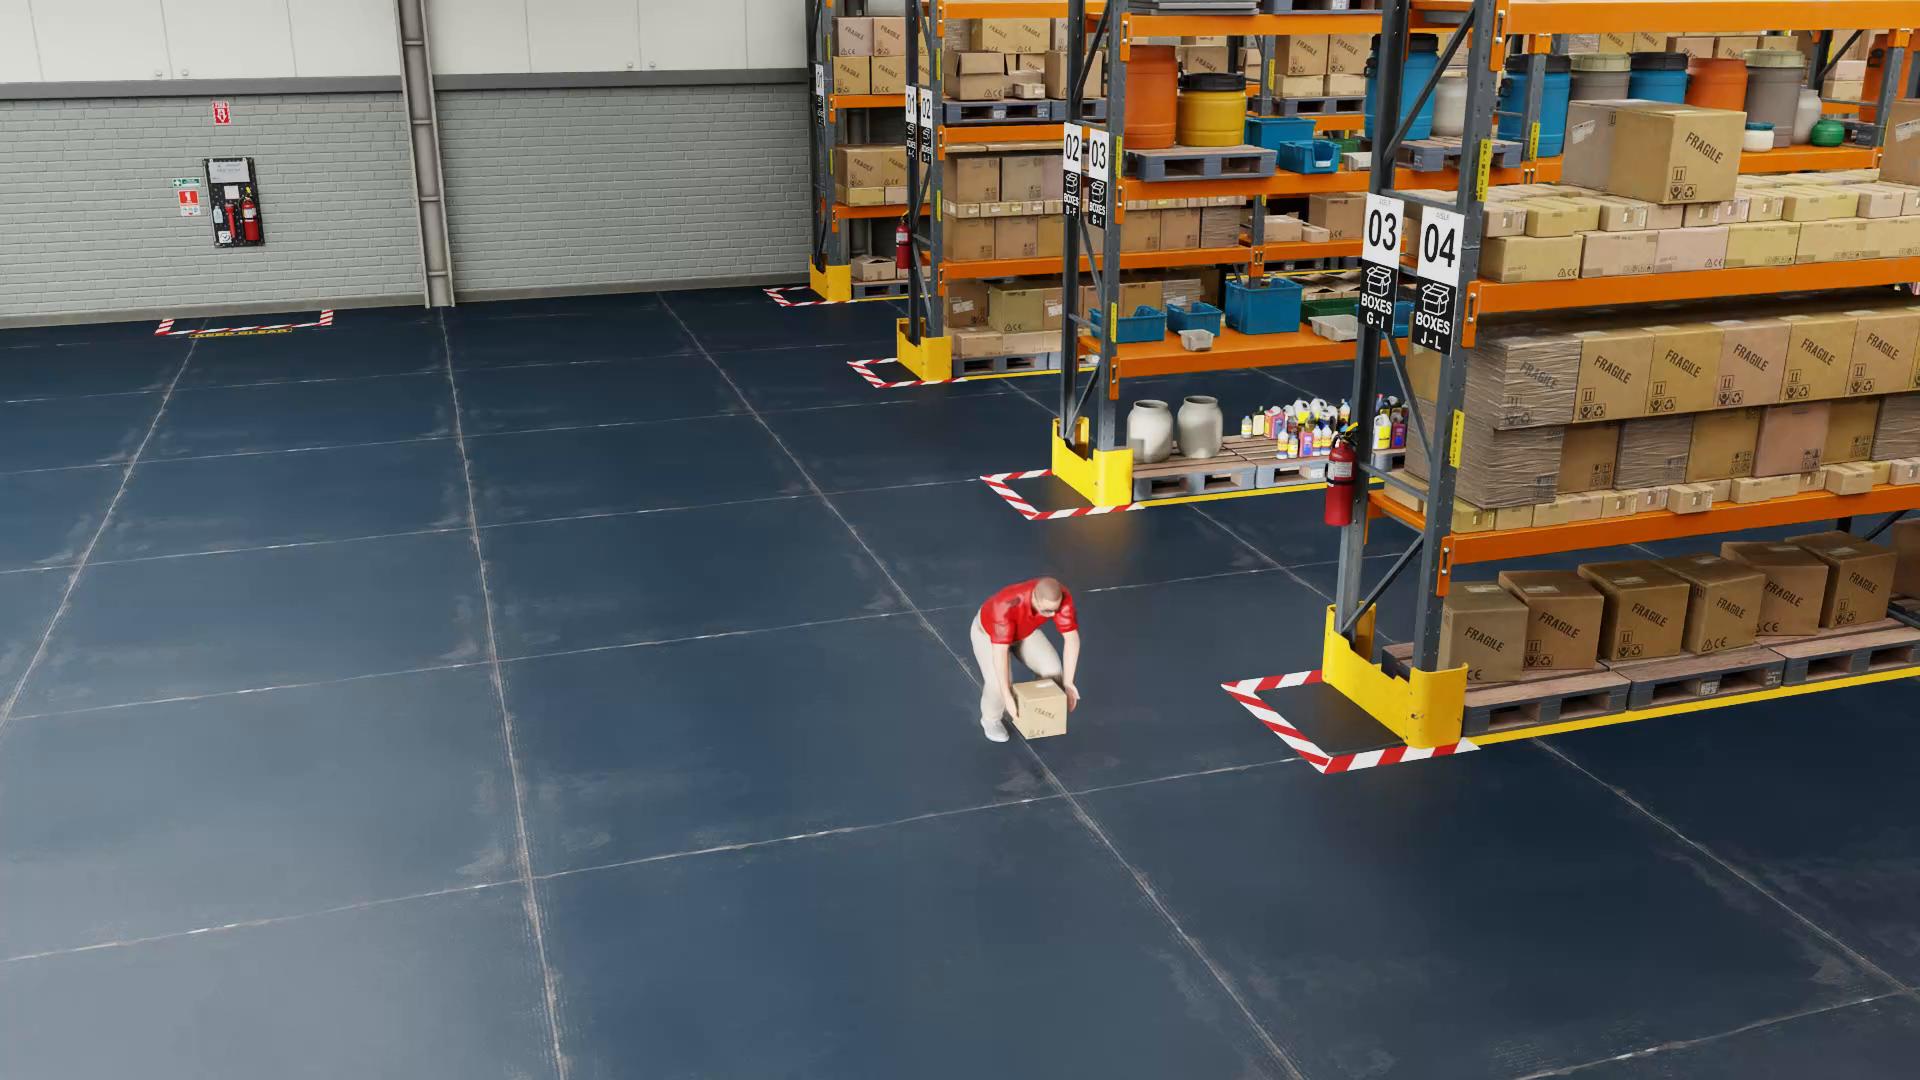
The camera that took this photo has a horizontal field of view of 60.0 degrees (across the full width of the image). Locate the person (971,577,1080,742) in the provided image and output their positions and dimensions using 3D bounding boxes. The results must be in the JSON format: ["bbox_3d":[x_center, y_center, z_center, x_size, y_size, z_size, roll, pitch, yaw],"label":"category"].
[{"bbox_3d":[0.395,0.659,10.111,0.571,1.130,0.818,-6,20,-17],"label":"person"}]
